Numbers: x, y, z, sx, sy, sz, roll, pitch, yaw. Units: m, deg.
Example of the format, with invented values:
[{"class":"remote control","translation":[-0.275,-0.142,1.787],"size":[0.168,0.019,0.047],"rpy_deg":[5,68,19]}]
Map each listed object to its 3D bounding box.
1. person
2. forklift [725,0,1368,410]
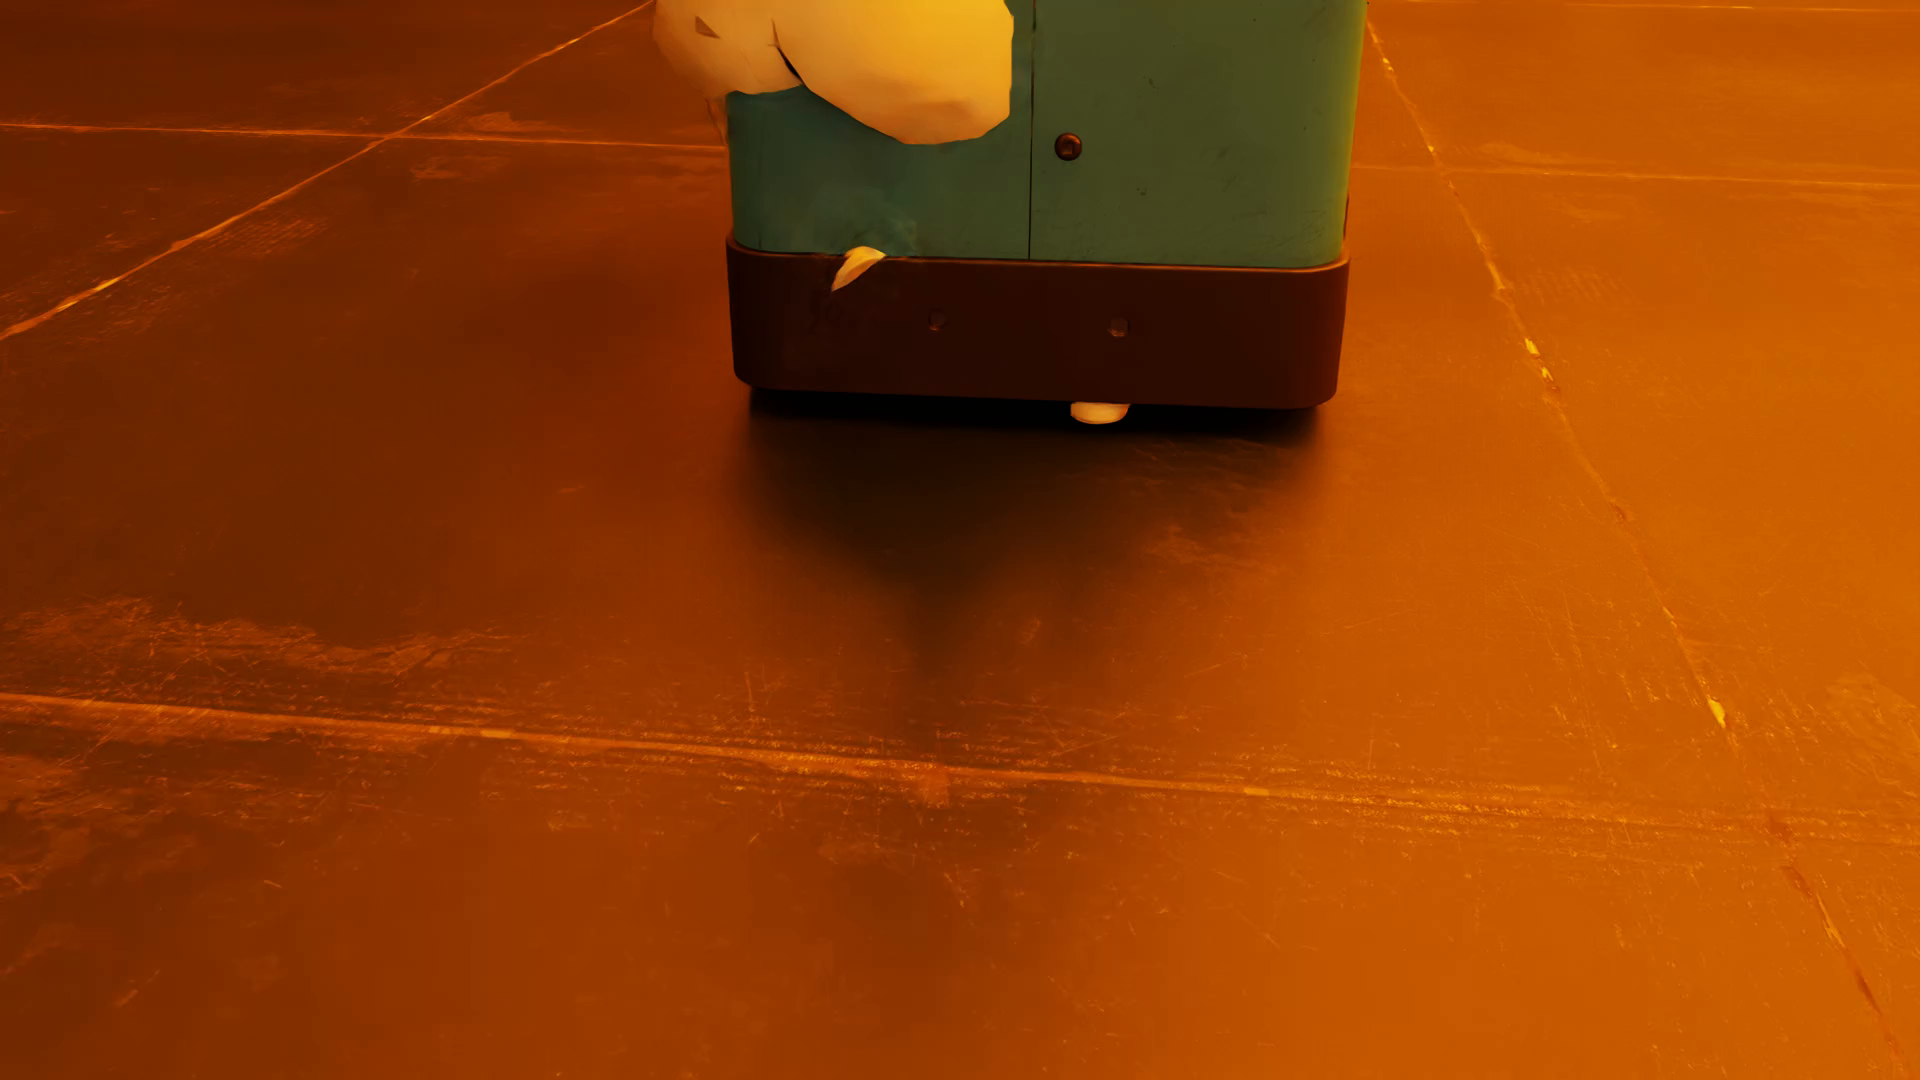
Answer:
[{"class":"person","translation":[-0.110,-0.976,2.677],"size":[0.899,1.543,0.802],"rpy_deg":[7,27,13]},{"class":"forklift","translation":[0.270,-2.155,3.537],"size":[1.130,2.935,3.031],"rpy_deg":[3,27,5]}]
